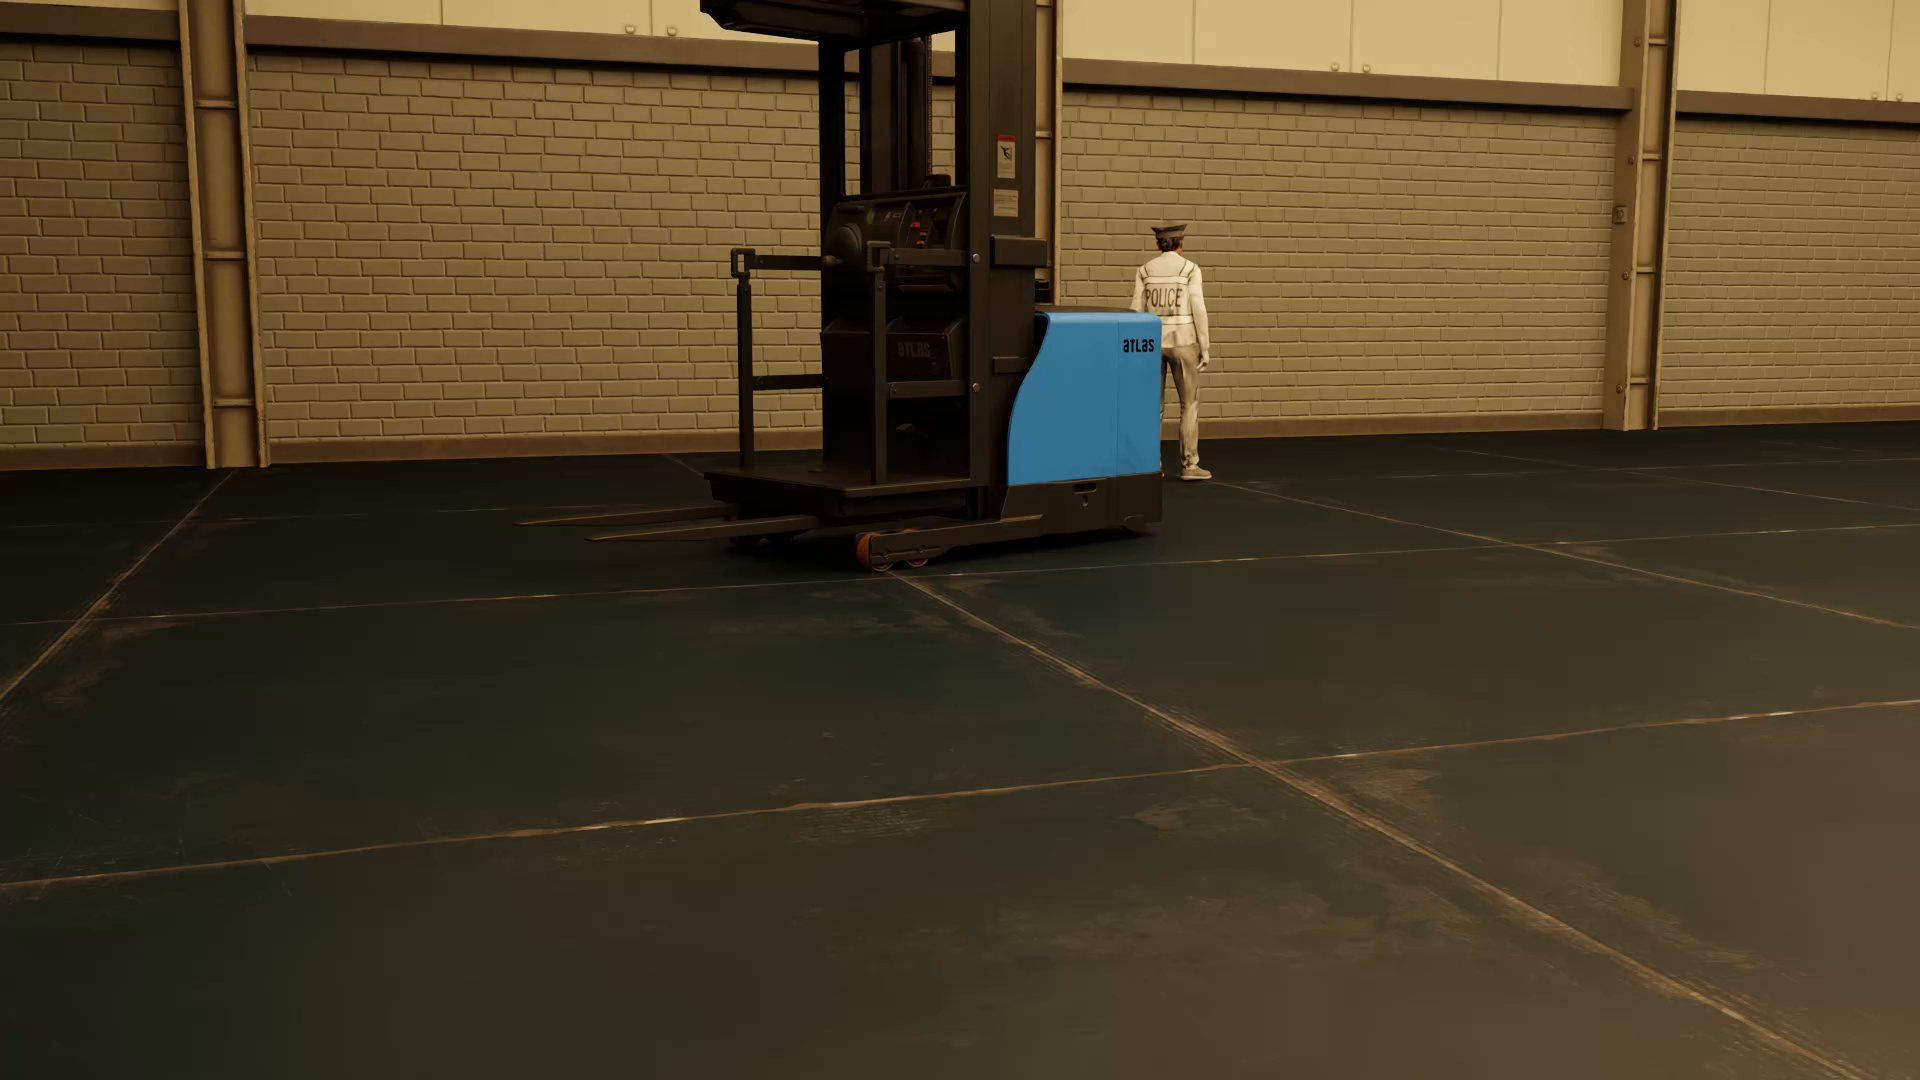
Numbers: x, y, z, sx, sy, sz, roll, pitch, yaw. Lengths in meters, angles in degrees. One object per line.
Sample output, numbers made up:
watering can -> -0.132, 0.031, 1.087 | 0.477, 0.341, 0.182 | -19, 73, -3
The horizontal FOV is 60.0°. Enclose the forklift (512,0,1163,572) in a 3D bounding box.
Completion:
forklift -> -0.461, -1.399, 7.333 | 3.031, 2.935, 1.130 | -7, 10, -40

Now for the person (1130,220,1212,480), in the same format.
person -> 1.350, -1.218, 10.722 | 0.535, 1.661, 0.374 | 3, 8, 23
